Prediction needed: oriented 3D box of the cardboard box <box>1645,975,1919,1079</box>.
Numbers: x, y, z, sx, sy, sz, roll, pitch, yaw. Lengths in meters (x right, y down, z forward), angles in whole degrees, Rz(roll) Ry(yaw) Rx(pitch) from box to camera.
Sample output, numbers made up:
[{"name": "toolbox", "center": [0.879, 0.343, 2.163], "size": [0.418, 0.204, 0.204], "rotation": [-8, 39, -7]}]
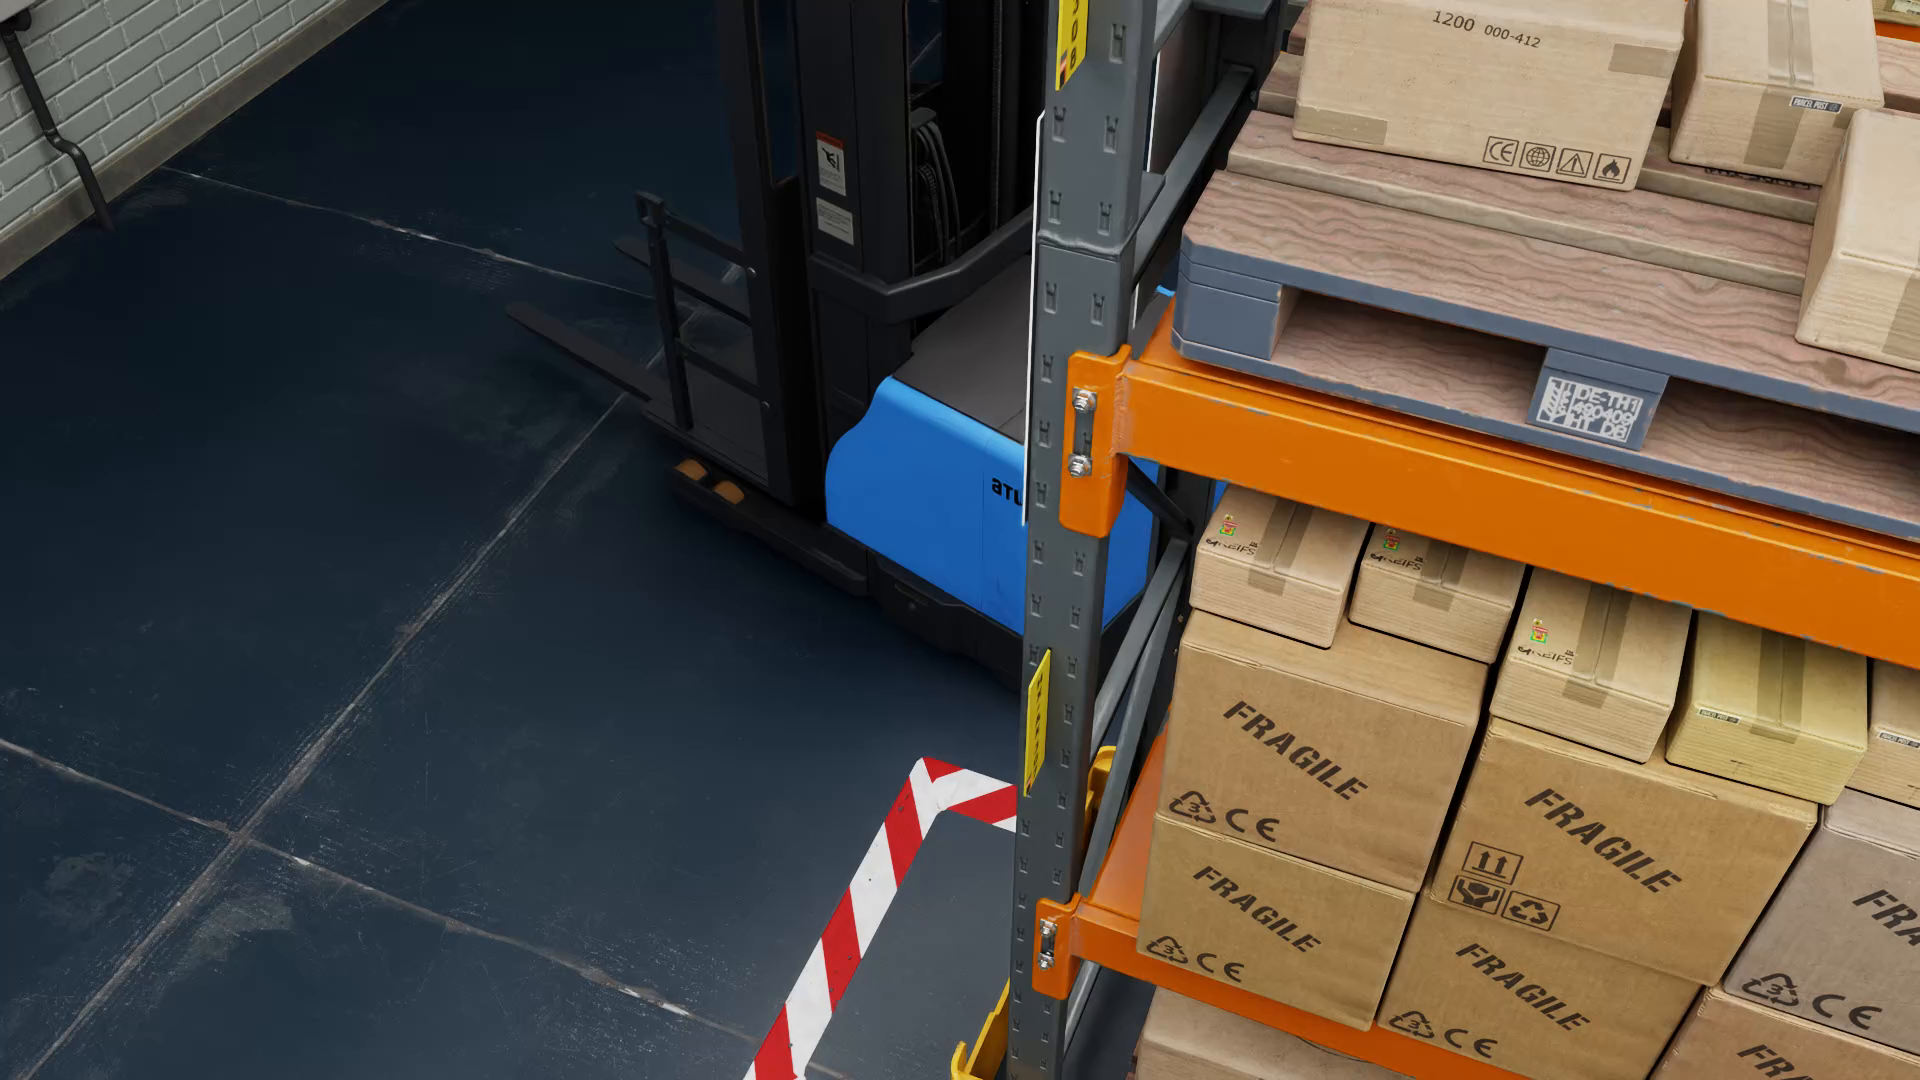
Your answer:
[{"name": "cardboard box", "center": [1.635, 0.872, 3.176], "size": [0.500, 0.500, 0.500], "rotation": [16, 47, 16]}]

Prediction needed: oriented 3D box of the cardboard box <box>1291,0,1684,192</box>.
[{"name": "cardboard box", "center": [0.813, -0.810, 2.548], "size": [0.500, 0.250, 0.500], "rotation": [12, 46, 12]}]

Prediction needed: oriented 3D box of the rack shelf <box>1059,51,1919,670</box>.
[{"name": "rack shelf", "center": [2.209, 0.056, 2.451], "size": [4.000, 0.370, 1.077], "rotation": [16, 47, 16]}]

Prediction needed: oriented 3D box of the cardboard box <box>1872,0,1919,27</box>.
[{"name": "cardboard box", "center": [3.638, -2.172, 6.485], "size": [0.250, 0.149, 0.380], "rotation": [15, 47, 15]}]

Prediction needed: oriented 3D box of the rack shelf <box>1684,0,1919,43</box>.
[{"name": "rack shelf", "center": [4.116, -2.113, 6.757], "size": [4.000, 0.370, 1.077], "rotation": [16, 47, 16]}]

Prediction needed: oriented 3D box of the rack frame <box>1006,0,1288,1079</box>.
[{"name": "rack frame", "center": [0.363, 0.321, 3.801], "size": [0.127, 3.000, 1.000], "rotation": [16, 47, 16]}]

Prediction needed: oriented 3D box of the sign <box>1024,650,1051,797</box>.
[{"name": "sign", "center": [0.143, 0.346, 3.106], "size": [0.005, 0.325, 0.100], "rotation": [16, 47, 16]}]

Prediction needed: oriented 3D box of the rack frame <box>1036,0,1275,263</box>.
[{"name": "rack frame", "center": [0.363, -1.806, 1.685], "size": [0.127, 3.000, 1.000], "rotation": [16, 47, 16]}]

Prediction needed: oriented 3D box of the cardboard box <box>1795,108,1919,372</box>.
[{"name": "cardboard box", "center": [1.278, -0.393, 2.201], "size": [0.250, 0.149, 0.380], "rotation": [18, 48, 17]}]

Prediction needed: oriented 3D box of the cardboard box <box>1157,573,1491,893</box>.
[{"name": "cardboard box", "center": [0.696, 0.247, 3.096], "size": [0.500, 0.500, 0.500], "rotation": [15, 47, 15]}]

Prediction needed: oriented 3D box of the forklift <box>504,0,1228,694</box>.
[{"name": "forklift", "center": [-0.503, -1.361, 5.540], "size": [3.031, 2.935, 1.130], "rotation": [29, 52, 26]}]

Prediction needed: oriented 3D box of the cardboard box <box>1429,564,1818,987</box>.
[{"name": "cardboard box", "center": [1.176, 0.382, 2.959], "size": [0.500, 0.500, 0.500], "rotation": [15, 47, 15]}]

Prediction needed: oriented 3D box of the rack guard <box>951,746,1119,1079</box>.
[{"name": "rack guard", "center": [0.341, 1.200, 4.689], "size": [0.348, 0.500, 1.175], "rotation": [16, 47, 16]}]

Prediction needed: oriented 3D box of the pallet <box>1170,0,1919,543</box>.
[{"name": "pallet", "center": [1.051, -0.516, 2.579], "size": [1.213, 0.211, 1.003], "rotation": [16, 47, 16]}]

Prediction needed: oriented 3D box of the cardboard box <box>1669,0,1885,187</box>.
[{"name": "cardboard box", "center": [1.230, -0.712, 2.522], "size": [0.250, 0.149, 0.380], "rotation": [13, 46, 13]}]

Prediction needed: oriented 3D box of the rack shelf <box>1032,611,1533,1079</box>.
[{"name": "rack shelf", "center": [2.209, 1.119, 3.509], "size": [4.000, 0.370, 1.077], "rotation": [16, 47, 16]}]

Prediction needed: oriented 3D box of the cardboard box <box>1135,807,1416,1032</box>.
[{"name": "cardboard box", "center": [0.695, 0.603, 3.447], "size": [0.500, 0.500, 0.500], "rotation": [16, 47, 16]}]

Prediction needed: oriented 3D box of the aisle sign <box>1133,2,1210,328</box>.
[{"name": "aisle sign", "center": [0.416, -0.822, 3.106], "size": [0.004, 0.787, 0.394], "rotation": [16, 47, 16]}]

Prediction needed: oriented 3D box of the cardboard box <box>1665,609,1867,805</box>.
[{"name": "cardboard box", "center": [1.299, 0.207, 2.675], "size": [0.250, 0.149, 0.380], "rotation": [15, 47, 15]}]

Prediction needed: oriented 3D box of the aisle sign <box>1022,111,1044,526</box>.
[{"name": "aisle sign", "center": [0.185, -0.431, 2.714], "size": [0.004, 0.787, 0.394], "rotation": [16, 47, 16]}]

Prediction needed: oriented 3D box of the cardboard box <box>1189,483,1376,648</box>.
[{"name": "cardboard box", "center": [0.584, -0.022, 2.906], "size": [0.250, 0.149, 0.380], "rotation": [17, 47, 17]}]

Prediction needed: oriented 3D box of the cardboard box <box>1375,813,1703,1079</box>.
[{"name": "cardboard box", "center": [1.173, 0.722, 3.327], "size": [0.500, 0.500, 0.500], "rotation": [16, 47, 15]}]

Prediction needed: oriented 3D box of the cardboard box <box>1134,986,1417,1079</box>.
[{"name": "cardboard box", "center": [1.010, 1.194, 4.442], "size": [0.875, 0.438, 0.875], "rotation": [15, 47, 15]}]

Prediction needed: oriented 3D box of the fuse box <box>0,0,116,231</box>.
[{"name": "fuse box", "center": [-3.907, -2.066, 7.113], "size": [0.414, 1.711, 0.539], "rotation": [16, 47, 16]}]

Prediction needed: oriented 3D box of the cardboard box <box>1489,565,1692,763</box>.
[{"name": "cardboard box", "center": [1.049, 0.148, 2.735], "size": [0.250, 0.149, 0.380], "rotation": [18, 48, 17]}]

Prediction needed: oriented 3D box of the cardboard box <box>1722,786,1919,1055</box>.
[{"name": "cardboard box", "center": [1.654, 0.517, 2.824], "size": [0.500, 0.500, 0.500], "rotation": [16, 47, 16]}]

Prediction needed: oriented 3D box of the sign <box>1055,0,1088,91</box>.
[{"name": "sign", "center": [0.143, -0.721, 2.045], "size": [0.005, 0.325, 0.100], "rotation": [16, 47, 16]}]

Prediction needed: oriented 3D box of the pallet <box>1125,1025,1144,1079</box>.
[{"name": "pallet", "center": [1.131, 1.476, 4.617], "size": [1.213, 0.211, 1.003], "rotation": [16, 47, 16]}]

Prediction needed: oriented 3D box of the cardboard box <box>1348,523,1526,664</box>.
[{"name": "cardboard box", "center": [0.853, 0.002, 2.881], "size": [0.250, 0.149, 0.380], "rotation": [17, 47, 17]}]

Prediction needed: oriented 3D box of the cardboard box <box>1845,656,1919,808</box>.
[{"name": "cardboard box", "center": [1.561, 0.244, 2.638], "size": [0.250, 0.149, 0.380], "rotation": [17, 47, 16]}]
